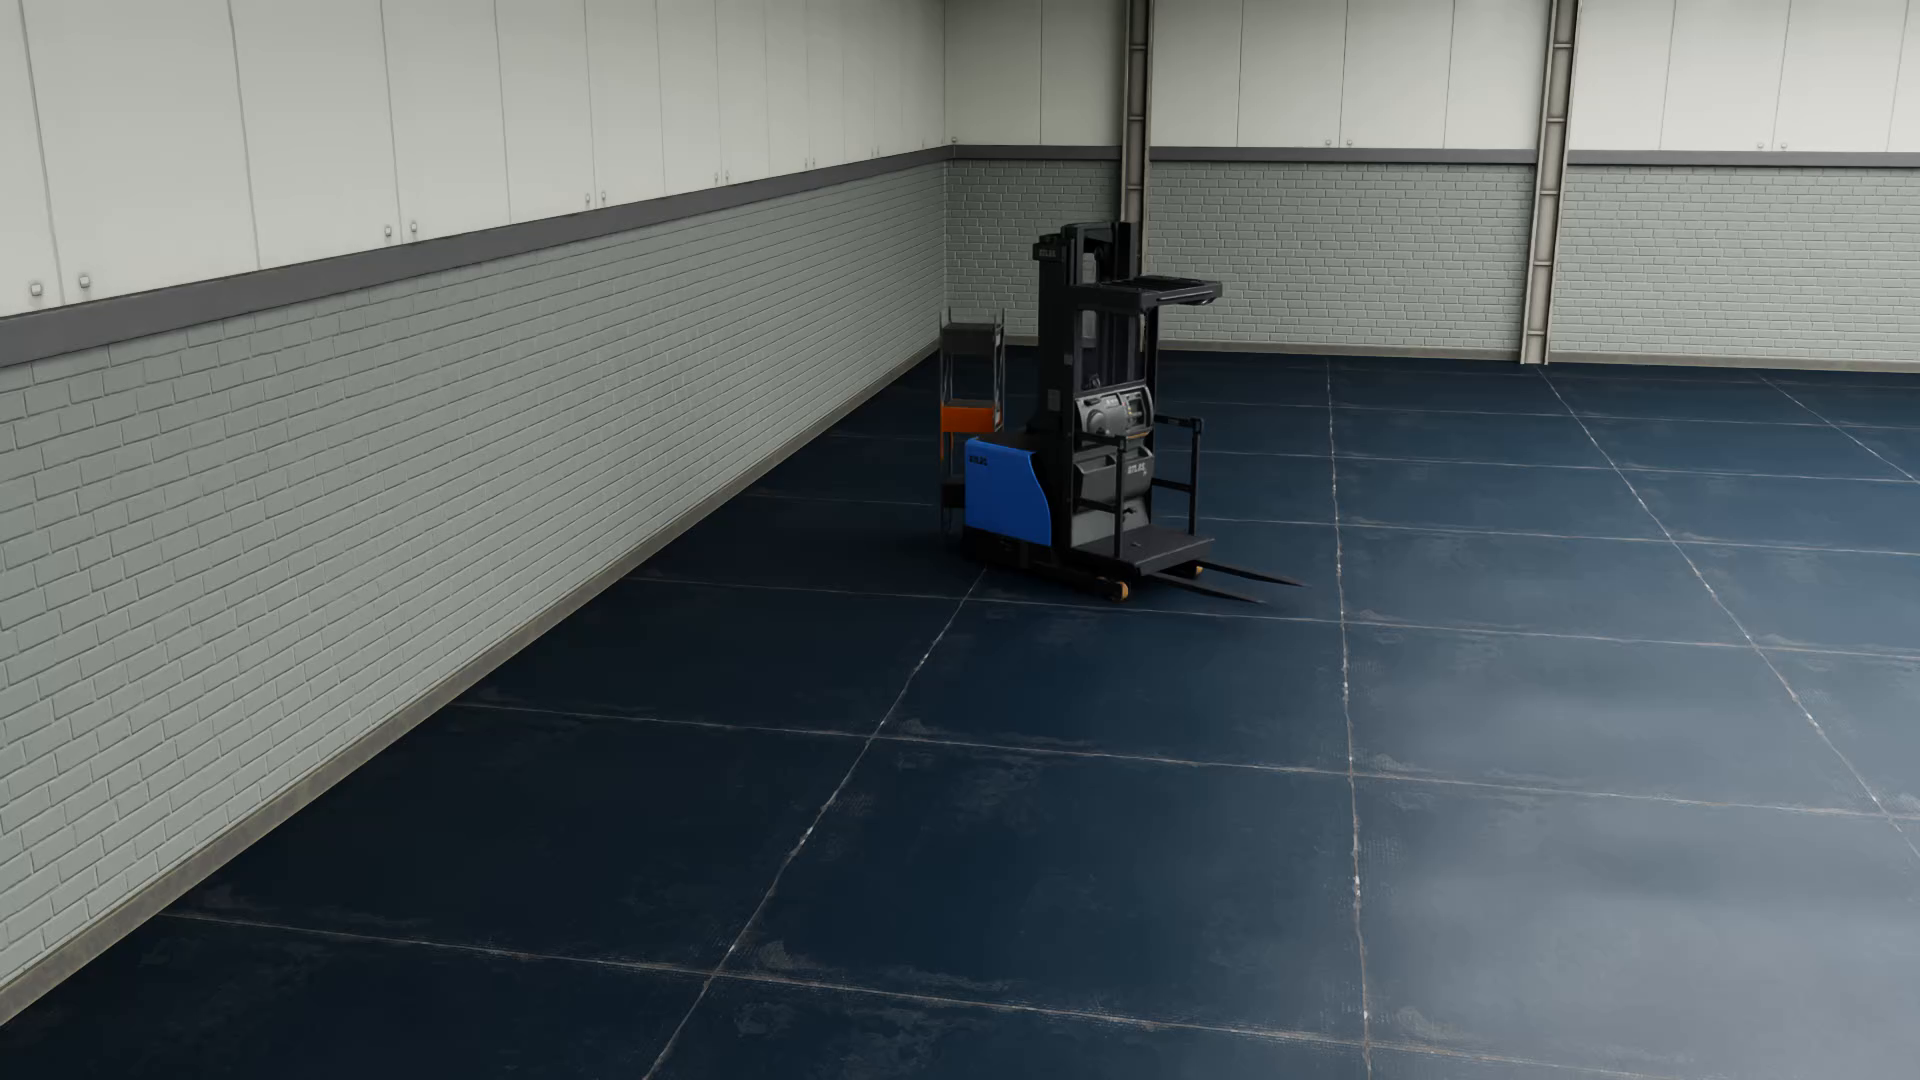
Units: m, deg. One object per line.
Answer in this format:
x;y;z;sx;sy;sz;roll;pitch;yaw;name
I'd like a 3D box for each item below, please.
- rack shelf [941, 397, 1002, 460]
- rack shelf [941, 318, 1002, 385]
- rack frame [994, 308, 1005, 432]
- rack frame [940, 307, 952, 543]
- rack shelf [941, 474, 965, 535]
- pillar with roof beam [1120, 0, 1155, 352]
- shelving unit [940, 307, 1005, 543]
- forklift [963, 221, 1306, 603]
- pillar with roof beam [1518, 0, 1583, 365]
0.110;-1.007;15.003;0.480;0.518;0.431;4;16;12;rack shelf
0.110;-1.681;14.816;0.480;0.518;0.431;4;16;12;rack shelf
0.348;-1.005;14.946;0.015;2.100;0.400;4;16;12;rack frame
-0.128;-1.035;15.052;0.015;2.100;0.400;4;16;12;rack frame
0.110;-0.332;15.190;0.480;0.518;0.431;4;16;12;rack shelf
1.808;-6.179;20.698;0.400;9.000;9.100;3;16;11;pillar with roof beam
0.110;-1.020;14.999;0.503;2.100;0.431;4;16;12;shelving unit
1.432;-1.070;13.622;3.031;2.935;1.130;15;21;43;forklift
7.688;-5.859;19.546;0.400;9.000;9.100;3;16;11;pillar with roof beam
